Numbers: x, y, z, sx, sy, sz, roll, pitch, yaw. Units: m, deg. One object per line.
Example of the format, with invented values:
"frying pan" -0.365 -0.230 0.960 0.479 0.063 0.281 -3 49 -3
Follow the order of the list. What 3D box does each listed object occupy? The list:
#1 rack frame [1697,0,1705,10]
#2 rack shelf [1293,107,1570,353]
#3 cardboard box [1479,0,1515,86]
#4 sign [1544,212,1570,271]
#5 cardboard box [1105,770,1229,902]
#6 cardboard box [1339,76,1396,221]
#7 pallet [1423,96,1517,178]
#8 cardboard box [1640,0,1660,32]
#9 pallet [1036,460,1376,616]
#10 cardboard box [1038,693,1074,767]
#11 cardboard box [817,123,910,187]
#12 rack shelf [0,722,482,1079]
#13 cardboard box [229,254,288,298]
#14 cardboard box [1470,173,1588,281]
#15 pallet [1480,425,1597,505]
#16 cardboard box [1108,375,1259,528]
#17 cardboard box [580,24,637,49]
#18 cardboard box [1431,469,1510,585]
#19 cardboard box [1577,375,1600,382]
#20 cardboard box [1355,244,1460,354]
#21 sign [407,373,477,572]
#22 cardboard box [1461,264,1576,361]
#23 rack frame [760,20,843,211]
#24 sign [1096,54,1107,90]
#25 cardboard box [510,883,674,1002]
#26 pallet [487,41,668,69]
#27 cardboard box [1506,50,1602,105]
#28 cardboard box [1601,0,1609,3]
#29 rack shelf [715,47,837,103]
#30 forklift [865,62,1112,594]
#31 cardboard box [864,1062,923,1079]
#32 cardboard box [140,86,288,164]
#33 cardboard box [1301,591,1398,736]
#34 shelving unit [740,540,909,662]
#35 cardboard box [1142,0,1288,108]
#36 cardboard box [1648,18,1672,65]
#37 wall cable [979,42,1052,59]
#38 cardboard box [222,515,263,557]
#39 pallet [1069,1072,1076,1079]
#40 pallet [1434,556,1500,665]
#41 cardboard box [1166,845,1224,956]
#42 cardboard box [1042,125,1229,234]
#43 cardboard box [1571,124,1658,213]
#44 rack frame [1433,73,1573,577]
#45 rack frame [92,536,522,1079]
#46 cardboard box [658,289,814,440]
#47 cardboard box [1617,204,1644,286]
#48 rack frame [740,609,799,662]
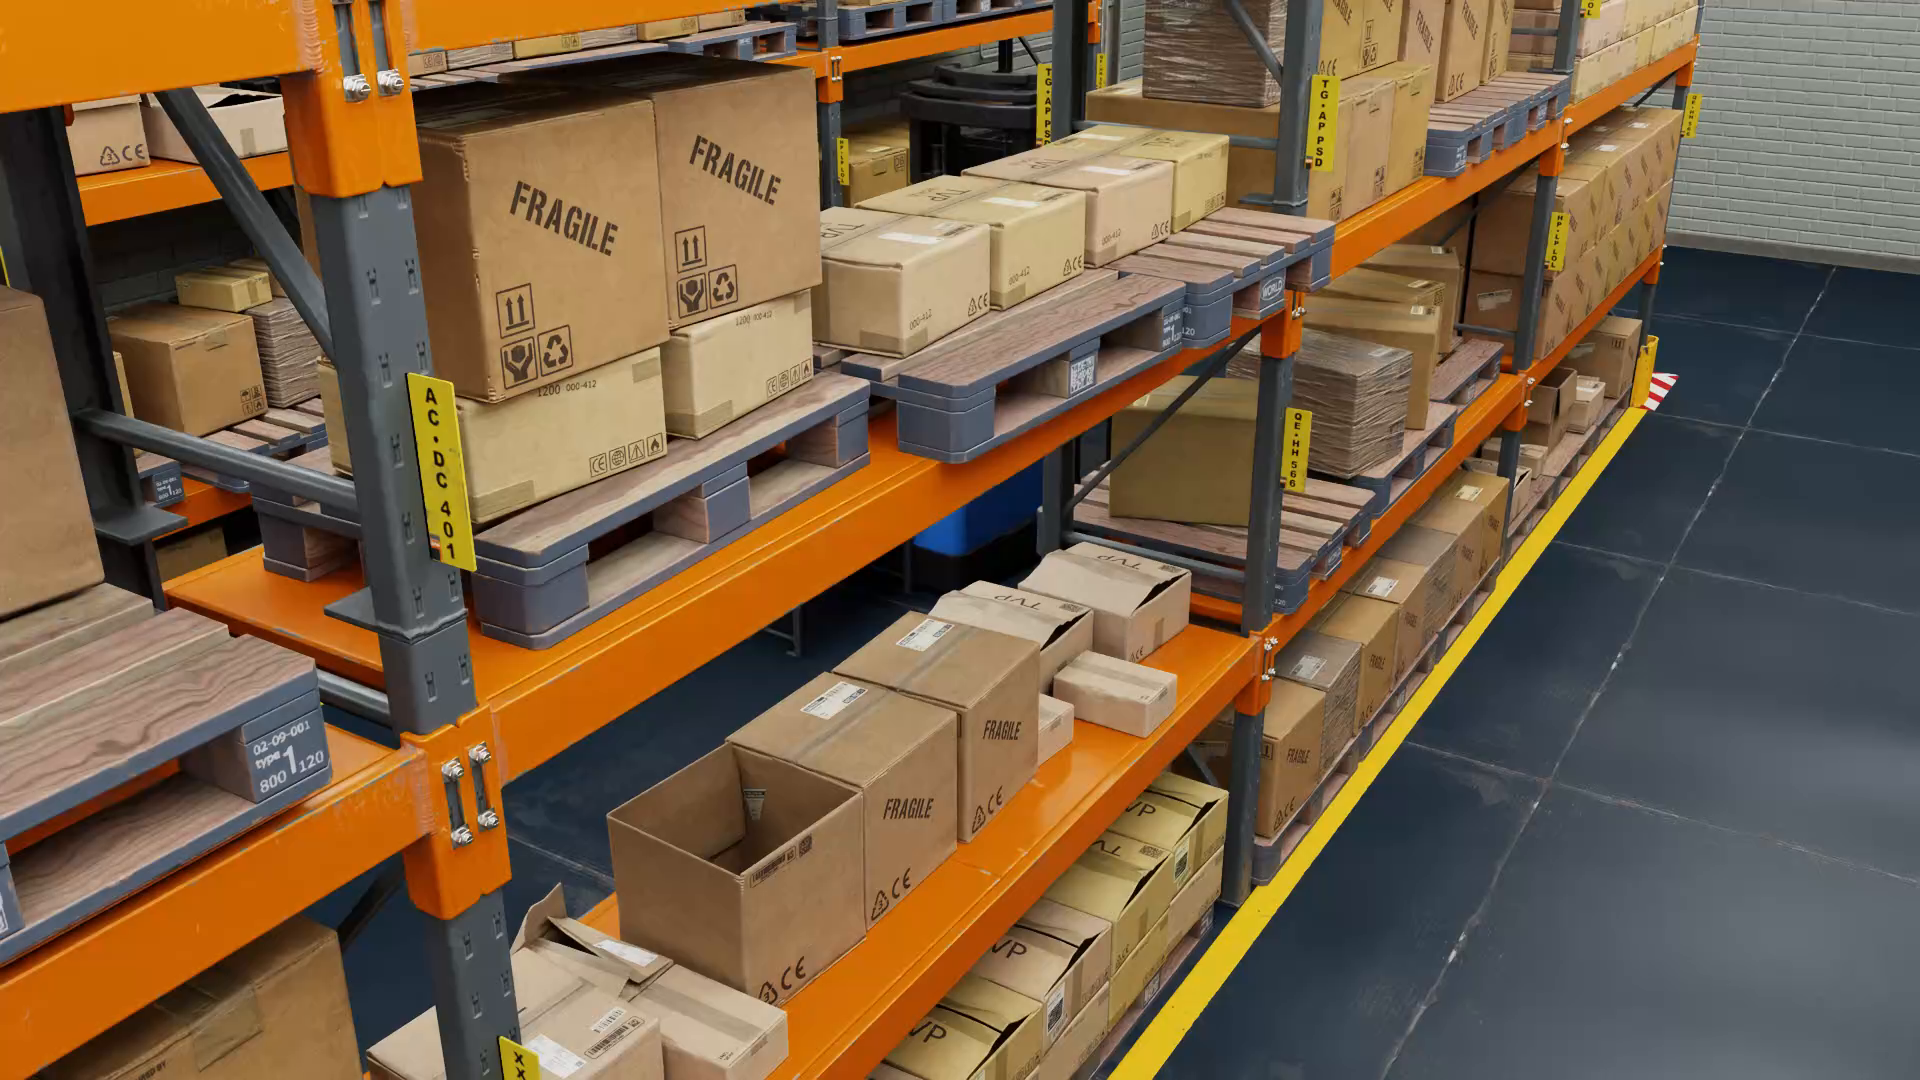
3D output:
"rack frame" 5.018 -5.376 11.842 1.000 3.000 0.127 14 27 29
"rack shelf" 1.854 -1.644 7.903 1.077 0.370 4.000 14 27 29
"cardboard box" 2.580 -2.780 8.839 0.600 0.600 0.600 11 26 24
"sign" 3.382 -1.689 9.419 0.100 0.325 0.005 14 27 29
"cardboard box" 0.731 1.117 6.620 0.500 0.311 0.500 15 27 30
"cardboard box" 1.269 -1.672 6.935 0.910 0.500 0.500 14 27 29
"pallet" 1.960 -2.007 8.072 1.213 0.211 1.003 14 27 29
"cardboard box" 4.175 -3.427 10.673 0.500 0.250 0.500 14 27 29
"pallet" 1.096 -0.078 7.397 1.213 0.211 1.003 14 27 29
"cardboard box" 0.174 0.635 5.825 0.380 0.149 0.250 16 28 33
"cardboard box" -0.612 -2.872 13.232 0.980 0.700 0.700 13 27 28
"rack shelf" -2.366 1.056 1.666 1.077 0.370 4.000 14 27 29
"cardboard box" -3.568 -1.383 8.672 0.380 0.149 0.250 10 25 22
"cardboard box" 3.396 -1.878 9.928 0.500 0.500 0.500 15 27 30
"pallet" 3.914 -0.638 11.959 1.003 0.211 1.213 14 27 29
"cardboard box" 1.035 -0.398 7.239 0.700 0.500 0.500 5 24 11
"cardboard box" -2.417 -3.303 10.149 0.700 0.500 0.500 14 27 29
"cardboard box" 2.892 -0.101 9.801 0.500 0.500 0.500 14 27 29
"cardboard box" 4.651 -1.172 12.694 0.380 0.166 0.250 14 27 29
"cardboard box" 2.469 -1.399 9.551 0.700 0.500 0.500 5 24 11
"sign" -0.839 -0.107 2.696 0.100 0.325 0.005 14 27 29
"cardboard box" 3.409 -1.434 10.161 0.500 0.500 0.500 15 27 30
"rack frame" -1.302 -2.310 12.310 1.000 3.000 0.127 14 27 29
"sign" 1.262 -4.182 14.878 0.100 0.325 0.005 14 27 29
"cardboard box" -1.004 1.153 4.479 0.396 0.266 0.258 13 27 28
"pallet" -2.530 -2.856 10.034 1.003 0.211 1.213 15 28 31
"cardboard box" 3.375 -2.693 9.608 0.500 0.250 0.500 14 27 29
"cardboard box" 3.517 -3.465 9.819 0.700 0.500 0.500 14 27 29
"rack shelf" -2.357 -2.681 10.298 1.077 0.370 4.000 14 27 29
"forklift" 0.457 -1.538 10.614 1.130 2.935 3.031 18 29 35
"cardboard box" -0.341 1.809 5.023 0.500 0.311 0.500 13 27 27
"cardboard box" -3.562 -2.005 7.917 0.500 0.311 0.500 14 27 29
"cardboard box" 1.822 0.582 8.222 0.500 0.500 0.500 13 27 28
"shelving unit" -0.815 -0.239 9.414 0.538 1.500 1.048 16 28 32
"cardboard box" 1.034 -1.950 6.319 0.500 0.500 0.500 14 27 29
"cardboard box" 4.446 -3.364 11.159 0.500 0.250 0.500 14 27 29
"wall cable" 0.680 -4.757 16.683 0.084 1.984 1.851 14 27 29
"cardboard box" -3.747 0.239 9.014 0.700 0.500 0.500 14 27 30
"pallet" -0.313 2.036 5.780 1.003 0.211 1.213 14 27 29
"pallet" 2.512 0.289 9.817 1.003 0.211 1.213 14 27 29
"cardboard box" 0.728 1.375 6.731 0.500 0.250 0.500 15 27 30
"cardboard box" 0.607 -1.258 5.766 0.500 0.250 0.500 12 26 25
"cardboard box" 4.482 -2.573 11.534 0.500 0.500 0.500 15 27 30
"rack frame" 2.909 -1.273 9.915 1.000 3.000 0.127 14 27 29
"rack frame" -1.311 1.427 3.678 1.000 3.000 0.127 14 27 29
"cardboard box" -0.691 -0.465 3.934 0.500 0.250 0.500 11 26 24
"cardboard box" 4.475 -2.118 11.740 0.500 0.500 0.500 14 27 29
"rack frame" -1.107 -0.074 9.032 0.500 1.500 0.032 16 28 32
